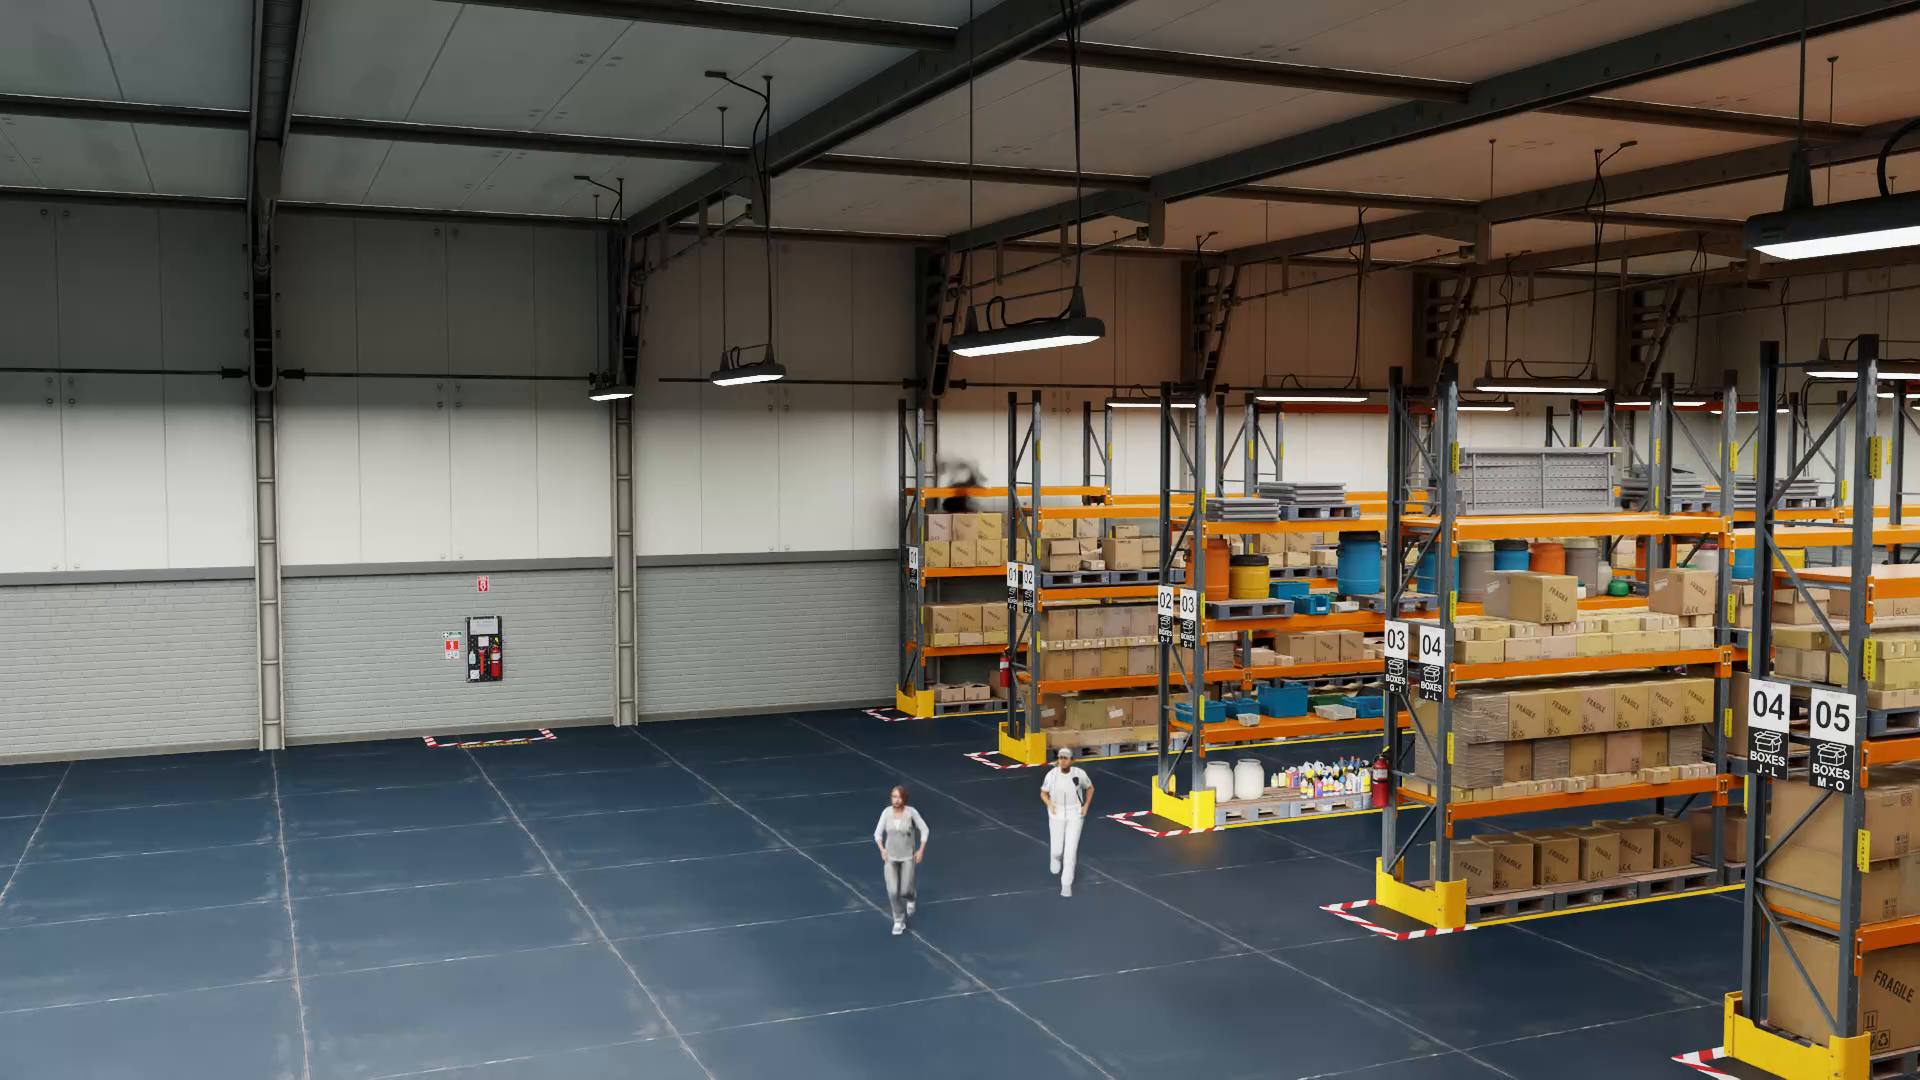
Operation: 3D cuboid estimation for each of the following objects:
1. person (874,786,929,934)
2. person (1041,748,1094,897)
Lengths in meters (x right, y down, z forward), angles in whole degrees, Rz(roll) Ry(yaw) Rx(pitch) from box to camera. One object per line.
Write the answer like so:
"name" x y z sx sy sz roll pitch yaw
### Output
"person" -0.624 3.363 17.581 0.574 1.556 0.567 0 3 6
"person" 1.245 3.225 19.293 0.615 1.668 0.818 0 3 8
